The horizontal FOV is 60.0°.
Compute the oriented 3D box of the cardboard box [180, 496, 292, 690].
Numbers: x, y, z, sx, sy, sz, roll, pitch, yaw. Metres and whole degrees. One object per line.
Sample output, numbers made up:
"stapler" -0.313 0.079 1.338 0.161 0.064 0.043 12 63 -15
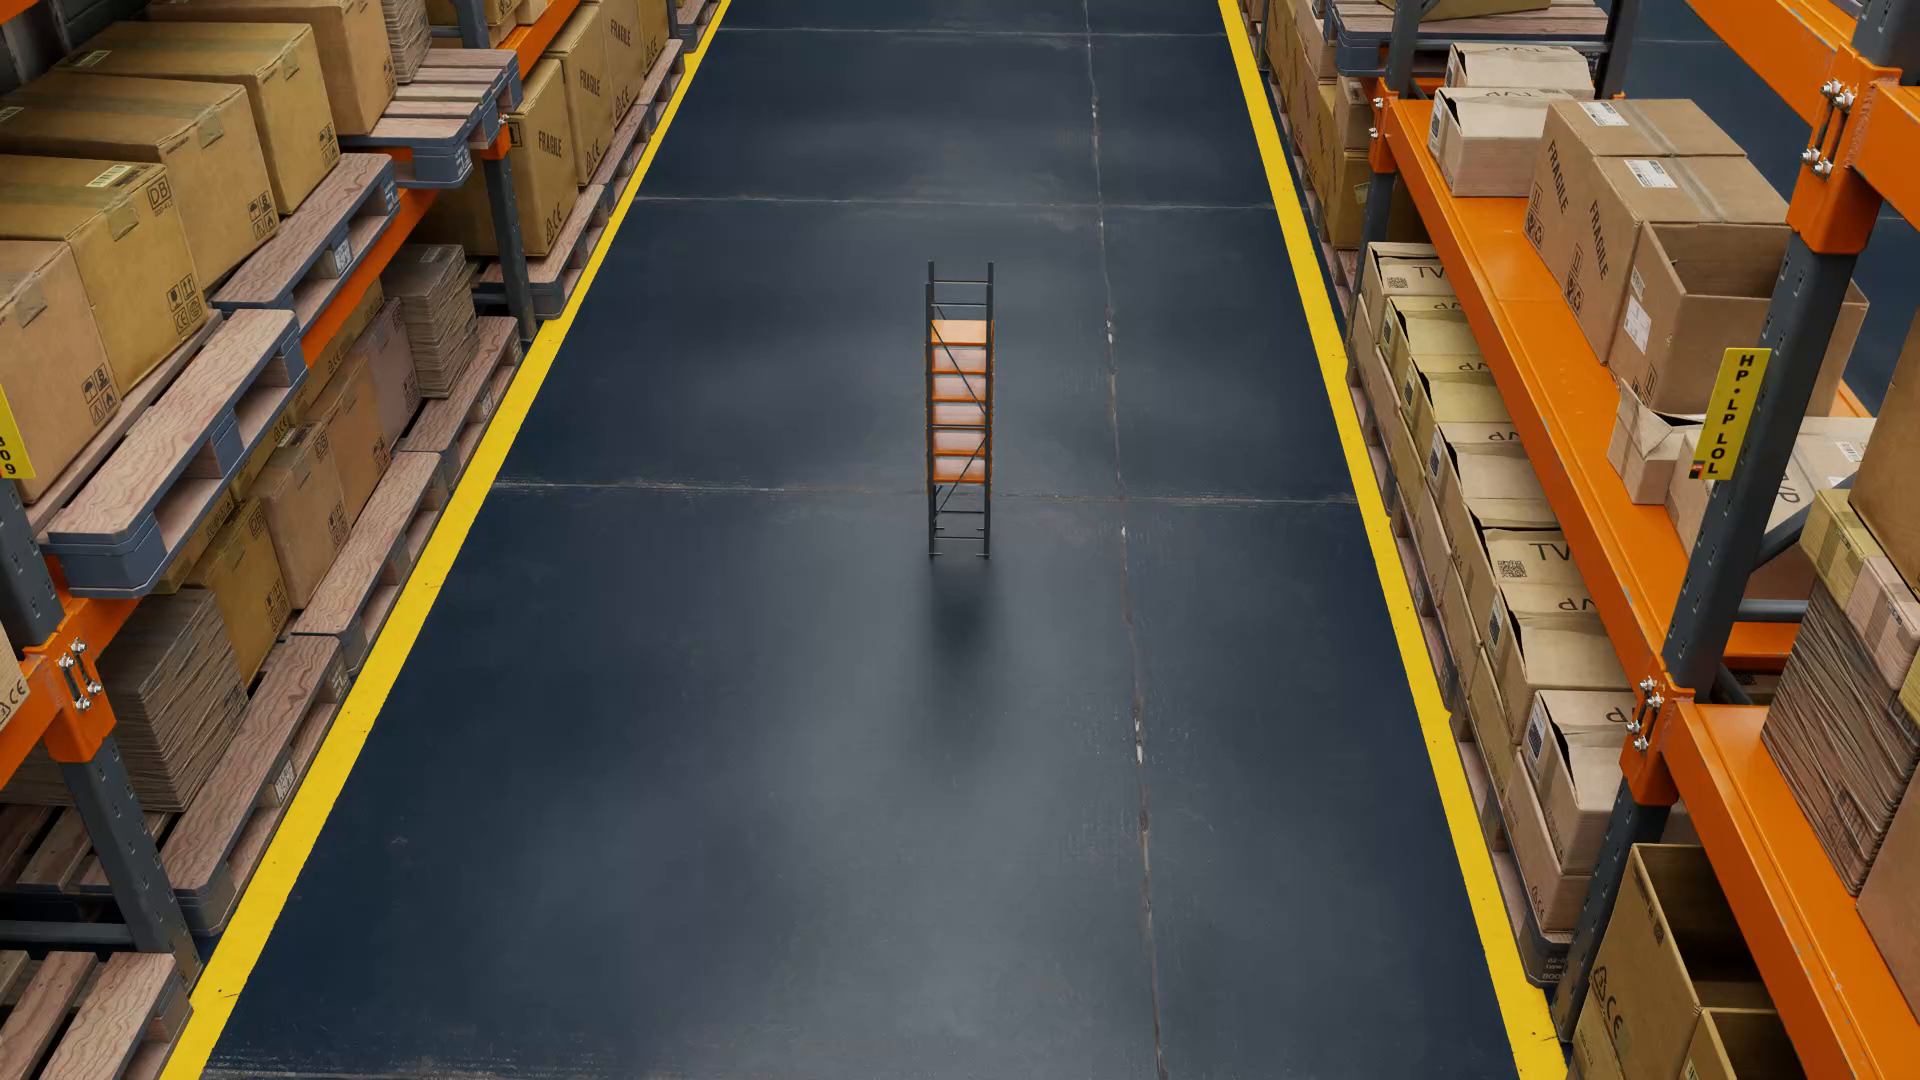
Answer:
"cardboard box" -2.764 0.189 5.663 0.700 0.500 0.500 1 35 1

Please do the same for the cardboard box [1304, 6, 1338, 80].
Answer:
"cardboard box" 2.201 -2.745 9.187 0.500 0.250 0.500 1 35 1

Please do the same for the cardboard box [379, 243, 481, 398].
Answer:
"cardboard box" -2.563 -0.973 7.317 0.700 0.500 0.500 2 35 3

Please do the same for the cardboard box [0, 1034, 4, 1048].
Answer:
"cardboard box" -2.739 1.355 4.295 0.380 0.166 0.250 -3 35 -4

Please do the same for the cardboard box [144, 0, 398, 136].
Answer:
"cardboard box" -2.591 -1.859 6.317 0.700 0.500 0.500 -2 35 -3

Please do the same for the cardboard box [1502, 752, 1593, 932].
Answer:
"cardboard box" 1.930 0.888 4.904 0.500 0.250 0.500 1 35 1

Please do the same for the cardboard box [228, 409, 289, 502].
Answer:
"cardboard box" -2.703 -0.372 5.809 0.500 0.250 0.500 0 35 1

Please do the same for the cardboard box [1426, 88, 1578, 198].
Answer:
"cardboard box" 2.134 -1.572 6.456 0.500 0.311 0.500 1 35 1

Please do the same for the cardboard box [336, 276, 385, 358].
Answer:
"cardboard box" -2.649 -0.954 6.637 0.500 0.250 0.500 2 35 3

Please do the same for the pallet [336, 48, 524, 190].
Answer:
"pallet" -2.509 -1.740 6.784 1.213 0.211 1.003 1 35 2

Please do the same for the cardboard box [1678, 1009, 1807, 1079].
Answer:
"cardboard box" 1.859 1.373 3.562 0.500 0.500 0.500 1 35 2

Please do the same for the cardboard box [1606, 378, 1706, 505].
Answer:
"cardboard box" 2.055 -0.274 4.649 0.396 0.266 0.258 1 35 1

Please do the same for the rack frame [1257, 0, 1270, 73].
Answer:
"rack frame" 2.524 -4.416 10.425 1.000 3.000 0.127 1 35 2

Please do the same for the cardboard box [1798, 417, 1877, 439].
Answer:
"cardboard box" 2.443 -0.222 4.675 0.380 0.149 0.250 1 35 2

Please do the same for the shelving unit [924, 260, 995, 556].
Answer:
"shelving unit" -0.001 -0.483 6.393 0.258 1.200 0.189 1 35 2

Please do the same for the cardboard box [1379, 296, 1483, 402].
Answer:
"cardboard box" 2.036 -0.798 6.816 0.500 0.311 0.500 1 35 1

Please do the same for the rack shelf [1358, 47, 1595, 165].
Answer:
"rack shelf" 2.444 -2.973 8.997 1.077 0.370 4.000 1 35 2

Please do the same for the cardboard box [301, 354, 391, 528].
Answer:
"cardboard box" -2.692 -0.393 6.492 0.700 0.500 0.500 1 35 2

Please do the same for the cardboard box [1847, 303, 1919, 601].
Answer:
"cardboard box" 2.191 -0.137 3.120 0.700 0.500 0.500 1 35 2

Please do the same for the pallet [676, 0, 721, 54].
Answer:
"pallet" -2.317 -3.823 12.006 1.003 0.211 1.213 1 35 2

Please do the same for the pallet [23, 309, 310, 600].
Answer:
"pallet" -2.571 -0.290 4.720 1.003 0.211 1.213 1 35 2

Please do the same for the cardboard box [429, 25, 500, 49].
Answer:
"cardboard box" -2.342 -2.320 7.643 0.380 0.149 0.250 1 35 1

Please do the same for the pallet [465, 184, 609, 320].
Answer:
"pallet" -2.479 -1.541 8.759 1.003 0.211 1.213 1 35 2

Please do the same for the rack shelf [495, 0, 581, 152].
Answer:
"rack shelf" -2.506 -3.085 9.157 1.077 0.370 4.000 1 35 2

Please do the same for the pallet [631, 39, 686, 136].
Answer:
"pallet" -2.381 -2.943 10.753 1.003 0.211 1.213 1 35 2

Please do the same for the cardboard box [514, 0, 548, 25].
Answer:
"cardboard box" -2.228 -2.615 8.063 0.380 0.149 0.250 2 35 3

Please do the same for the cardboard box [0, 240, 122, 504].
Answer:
"cardboard box" -2.693 -0.445 4.305 0.700 0.500 0.500 1 35 2

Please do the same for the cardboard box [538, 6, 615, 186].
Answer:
"cardboard box" -2.384 -2.445 9.125 0.750 0.750 0.750 1 35 2

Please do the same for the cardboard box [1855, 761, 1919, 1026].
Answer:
"cardboard box" 2.177 0.697 3.062 0.700 0.500 0.500 1 35 1

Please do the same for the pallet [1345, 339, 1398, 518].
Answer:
"pallet" 2.291 -0.505 7.285 1.003 0.211 1.213 1 35 2

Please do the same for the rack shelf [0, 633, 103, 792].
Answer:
"rack shelf" -2.827 1.511 2.617 1.077 0.370 4.000 1 35 2

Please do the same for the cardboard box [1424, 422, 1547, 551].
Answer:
"cardboard box" 1.993 -0.210 5.978 0.500 0.311 0.500 1 35 1

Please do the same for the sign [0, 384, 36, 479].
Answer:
"sign" -2.205 -0.278 3.784 0.100 0.325 0.005 1 35 2

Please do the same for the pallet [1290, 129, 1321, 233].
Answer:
"pallet" 2.483 -2.104 9.561 1.003 0.211 1.213 1 35 2

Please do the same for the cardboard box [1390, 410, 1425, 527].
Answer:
"cardboard box" 2.015 -0.283 6.570 0.500 0.250 0.500 0 35 1

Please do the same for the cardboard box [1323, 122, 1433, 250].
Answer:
"cardboard box" 2.166 -1.818 8.520 0.500 0.500 0.500 3 35 4

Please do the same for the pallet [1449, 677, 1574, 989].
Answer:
"pallet" 2.193 0.897 5.290 1.003 0.211 1.213 1 35 2

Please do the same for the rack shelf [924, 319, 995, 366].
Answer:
"rack shelf" -0.001 -0.741 6.212 0.258 0.103 0.180 1 35 2

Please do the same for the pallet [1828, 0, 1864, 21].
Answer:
"pallet" 2.225 -1.476 3.799 0.805 0.209 1.217 0 35 0

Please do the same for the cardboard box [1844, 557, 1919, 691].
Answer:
"cardboard box" 1.989 0.168 3.251 0.380 0.149 0.250 2 35 3

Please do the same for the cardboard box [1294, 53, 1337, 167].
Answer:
"cardboard box" 2.202 -2.417 9.372 0.500 0.500 0.500 0 35 0

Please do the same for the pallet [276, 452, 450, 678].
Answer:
"pallet" -2.671 0.059 6.483 1.003 0.211 1.213 1 35 2

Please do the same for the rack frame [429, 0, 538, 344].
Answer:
"rack frame" -2.586 -2.230 7.315 1.000 3.000 0.127 1 35 2

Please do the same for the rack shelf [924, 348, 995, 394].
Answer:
"rack shelf" -0.001 -0.643 6.281 0.258 0.103 0.180 1 35 2

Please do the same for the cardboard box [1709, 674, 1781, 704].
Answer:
"cardboard box" 2.494 0.385 5.132 0.500 0.311 0.500 1 35 1

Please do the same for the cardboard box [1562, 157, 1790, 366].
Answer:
"cardboard box" 2.291 -0.892 5.324 0.500 0.500 0.500 1 35 2

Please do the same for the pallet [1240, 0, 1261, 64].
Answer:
"pallet" 2.553 -3.670 11.788 1.003 0.211 1.213 1 35 2

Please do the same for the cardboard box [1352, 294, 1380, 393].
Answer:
"cardboard box" 2.049 -0.871 7.406 0.500 0.250 0.500 1 35 2

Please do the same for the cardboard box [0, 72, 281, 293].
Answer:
"cardboard box" -2.668 -1.145 5.300 0.700 0.500 0.500 6 36 8

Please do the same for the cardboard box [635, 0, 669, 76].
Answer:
"cardboard box" -2.322 -3.444 10.547 0.750 0.750 0.750 2 35 2

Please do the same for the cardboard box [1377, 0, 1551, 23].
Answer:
"cardboard box" 2.276 -2.695 7.524 0.700 0.500 0.500 -10 36 -14

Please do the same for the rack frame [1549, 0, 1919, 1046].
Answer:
"rack frame" 2.203 0.180 3.885 1.000 3.000 0.127 1 35 2

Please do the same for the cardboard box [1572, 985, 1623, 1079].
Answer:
"cardboard box" 1.881 1.393 4.186 0.500 0.250 0.500 1 35 2

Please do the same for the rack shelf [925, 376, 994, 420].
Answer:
"rack shelf" -0.001 -0.544 6.350 0.258 0.103 0.180 1 35 2

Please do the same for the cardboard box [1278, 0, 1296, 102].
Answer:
"cardboard box" 2.251 -2.995 10.193 0.500 0.500 0.500 2 35 3

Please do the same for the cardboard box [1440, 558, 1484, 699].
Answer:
"cardboard box" 1.972 0.304 5.735 0.500 0.250 0.500 2 35 3

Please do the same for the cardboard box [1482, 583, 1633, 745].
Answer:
"cardboard box" 1.947 0.365 5.160 0.500 0.311 0.500 2 35 3

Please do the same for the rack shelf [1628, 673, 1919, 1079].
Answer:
"rack shelf" 2.122 1.623 2.457 1.077 0.370 4.000 1 35 2

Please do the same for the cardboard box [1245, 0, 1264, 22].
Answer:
"cardboard box" 2.264 -3.907 11.492 0.500 0.500 0.500 1 35 2

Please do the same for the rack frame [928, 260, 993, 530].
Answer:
"rack frame" 0.003 -0.535 6.468 0.240 1.200 0.006 1 35 2
